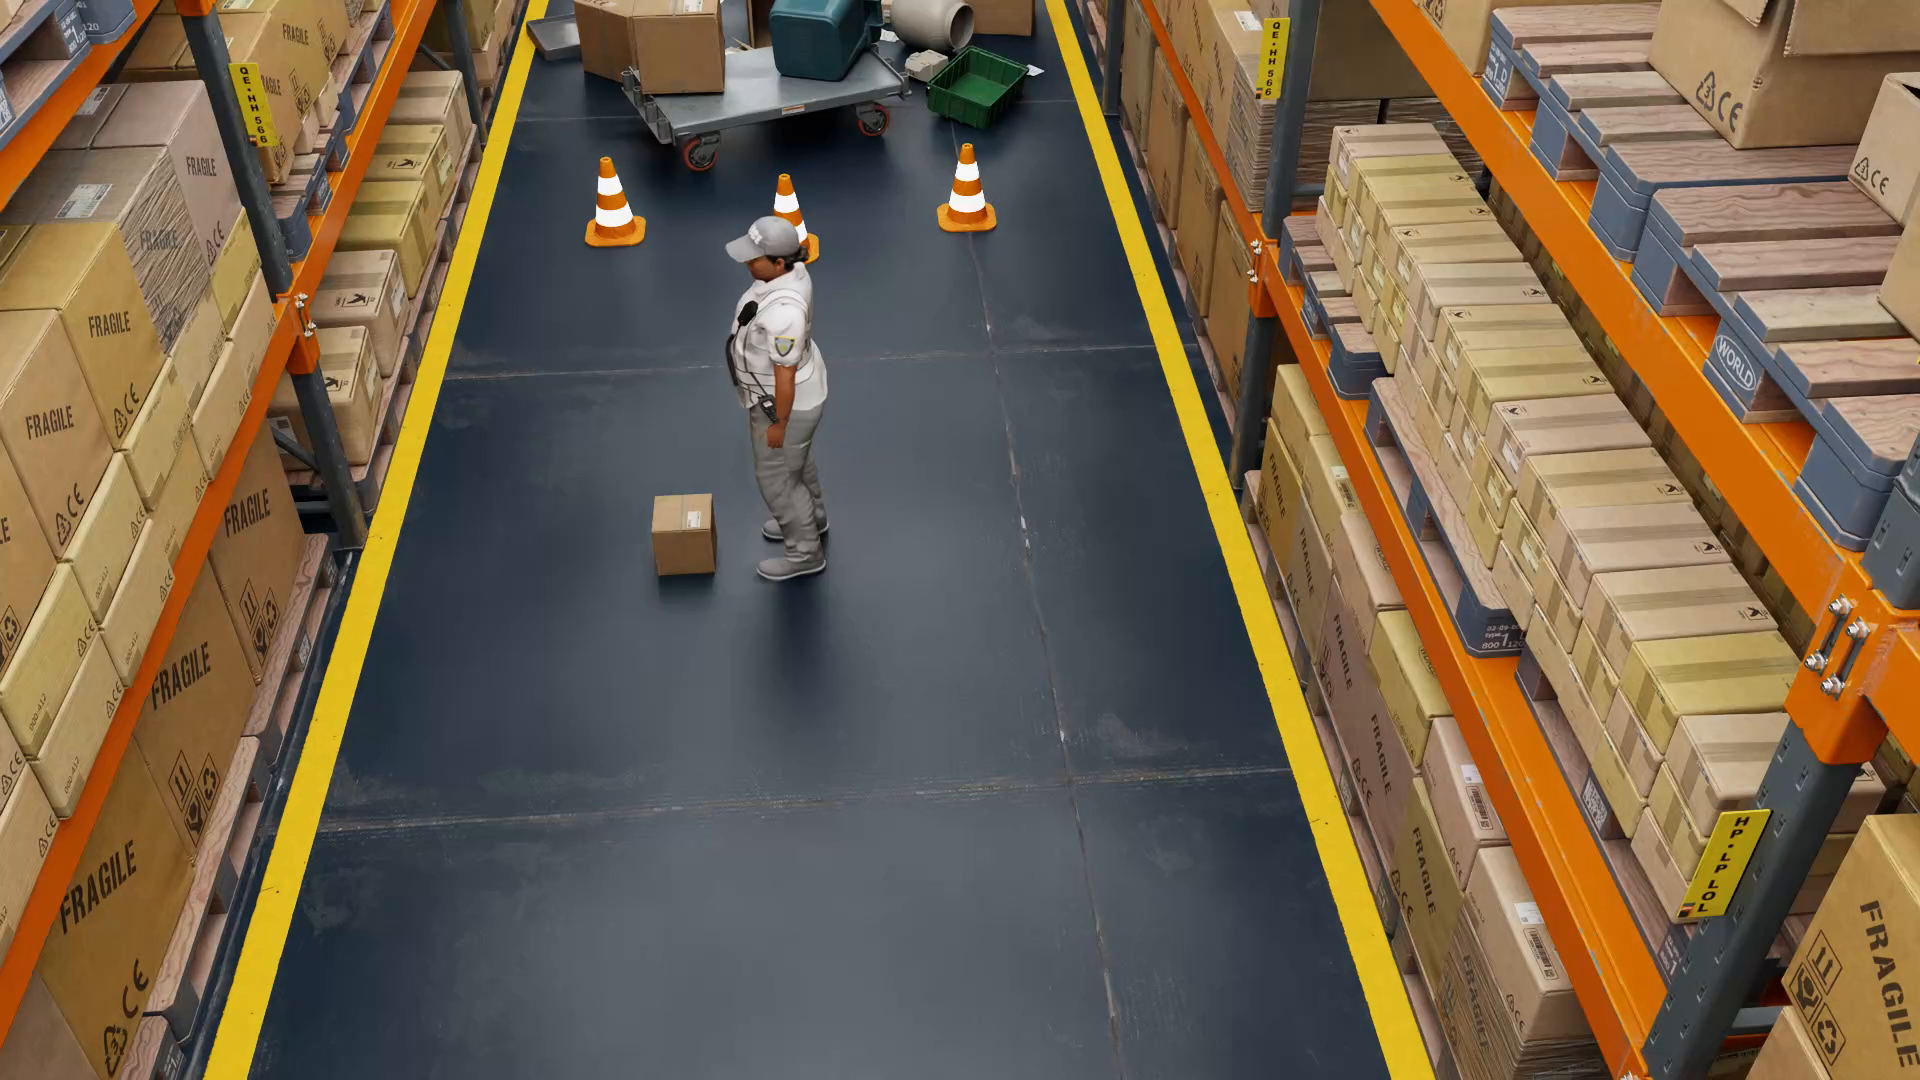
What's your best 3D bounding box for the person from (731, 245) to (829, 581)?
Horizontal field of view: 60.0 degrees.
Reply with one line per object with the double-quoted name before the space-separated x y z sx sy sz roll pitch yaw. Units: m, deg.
"person" 5.473 -15.417 21.533 15.528 6.004 41.037 -2 39 -3
